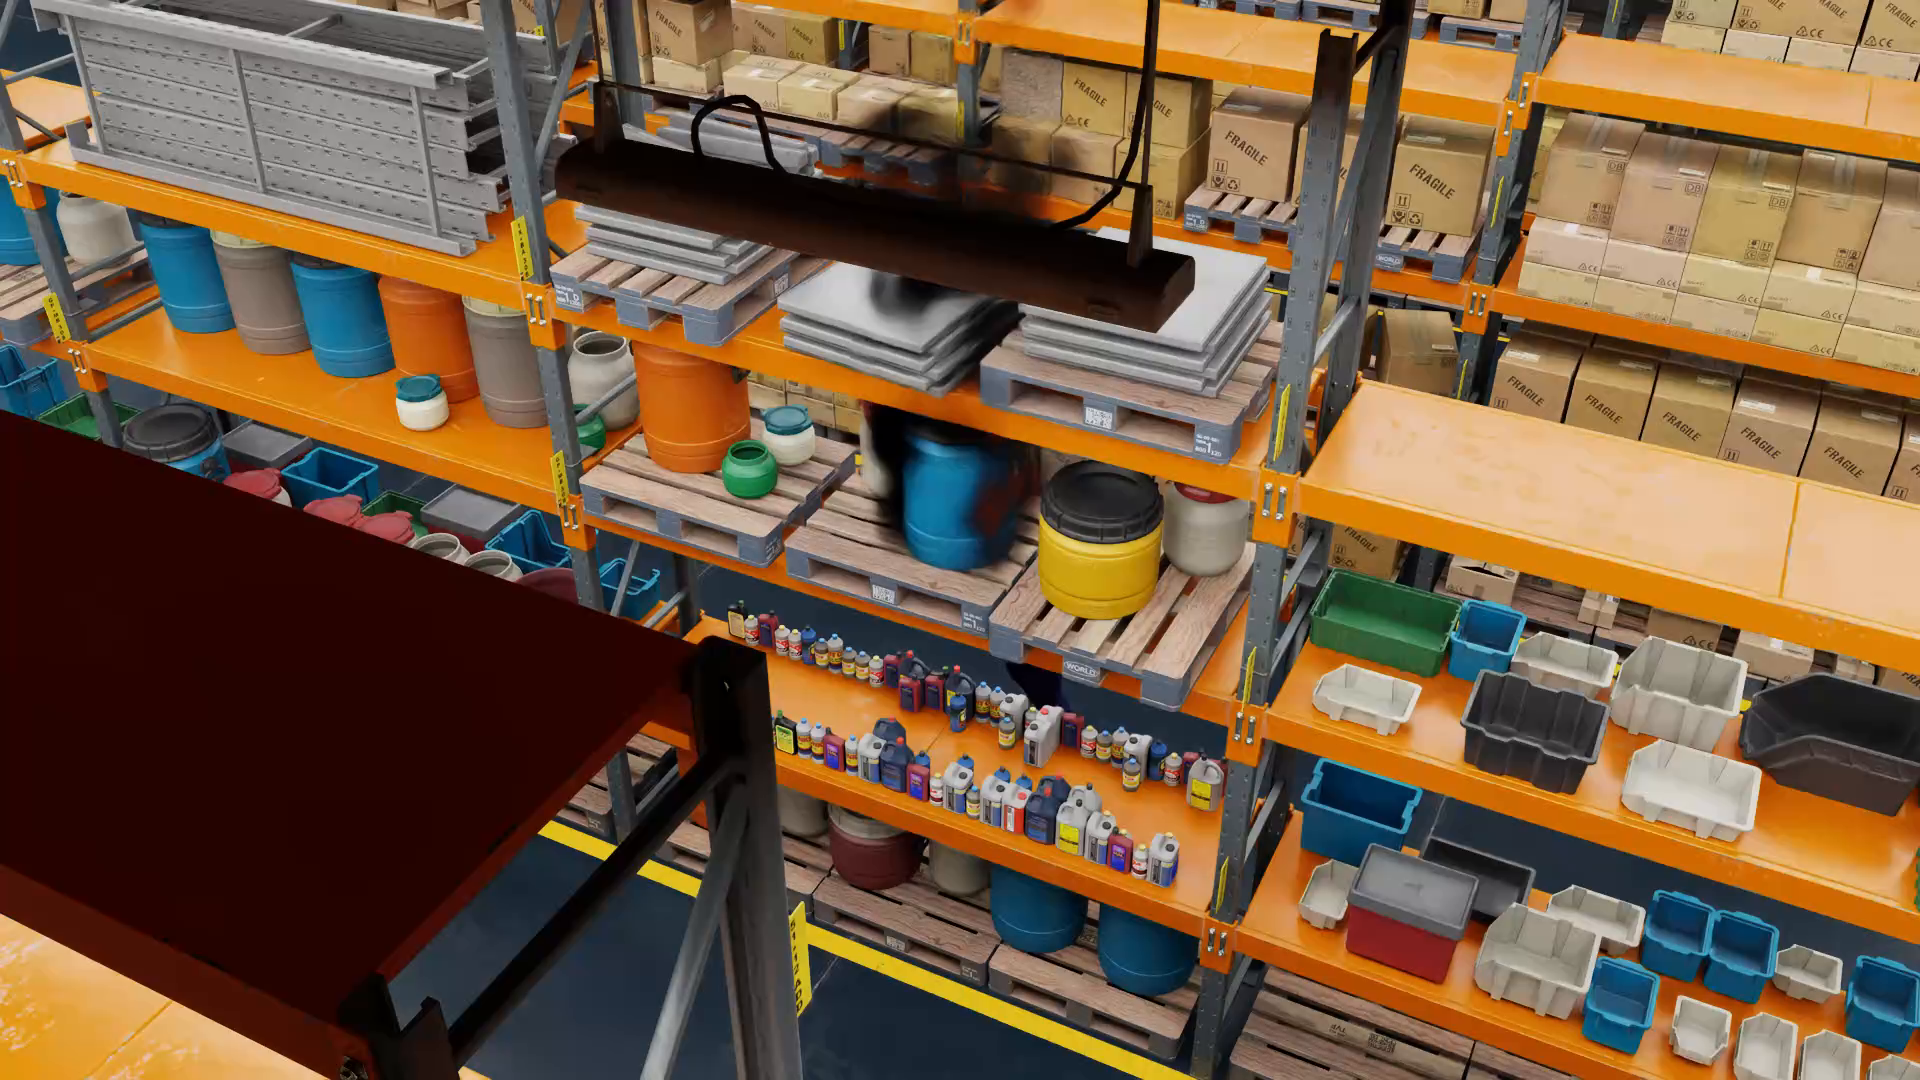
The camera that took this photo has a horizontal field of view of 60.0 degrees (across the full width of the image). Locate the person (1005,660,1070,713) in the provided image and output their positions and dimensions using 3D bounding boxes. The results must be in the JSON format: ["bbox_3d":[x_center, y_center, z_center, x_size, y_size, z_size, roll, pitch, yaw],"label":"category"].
[{"bbox_3d":[0.502,0.691,10.997,0.612,1.681,0.585,9,36,13],"label":"person"}]
